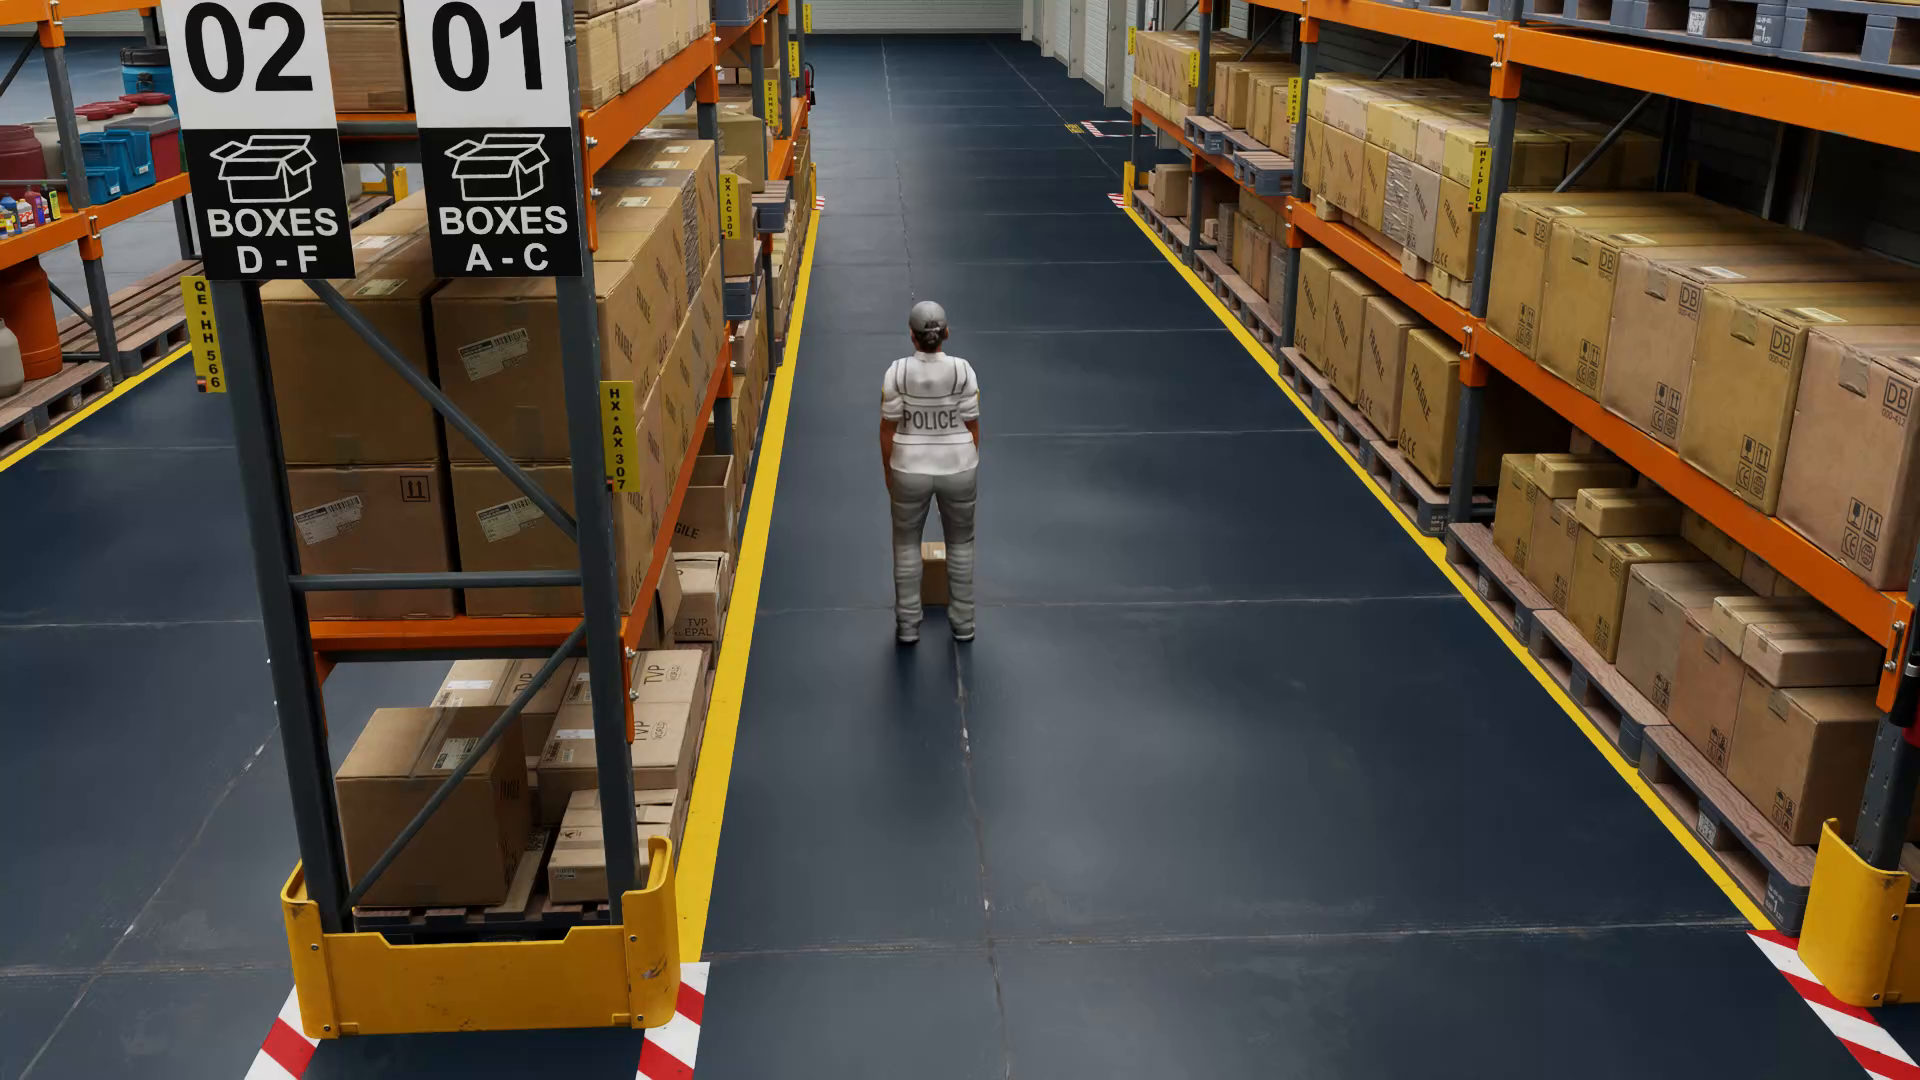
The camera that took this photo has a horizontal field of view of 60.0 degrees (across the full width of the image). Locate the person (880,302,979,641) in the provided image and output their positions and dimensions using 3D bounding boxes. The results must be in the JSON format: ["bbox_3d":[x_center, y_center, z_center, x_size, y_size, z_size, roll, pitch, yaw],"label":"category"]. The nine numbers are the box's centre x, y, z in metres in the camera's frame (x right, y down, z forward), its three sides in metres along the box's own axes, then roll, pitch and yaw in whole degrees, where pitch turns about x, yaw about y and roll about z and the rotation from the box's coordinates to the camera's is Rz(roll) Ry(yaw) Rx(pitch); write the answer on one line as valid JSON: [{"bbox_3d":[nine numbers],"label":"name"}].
[{"bbox_3d":[-0.146,-0.311,7.940,0.469,1.674,0.390,-1,21,-2],"label":"person"}]
